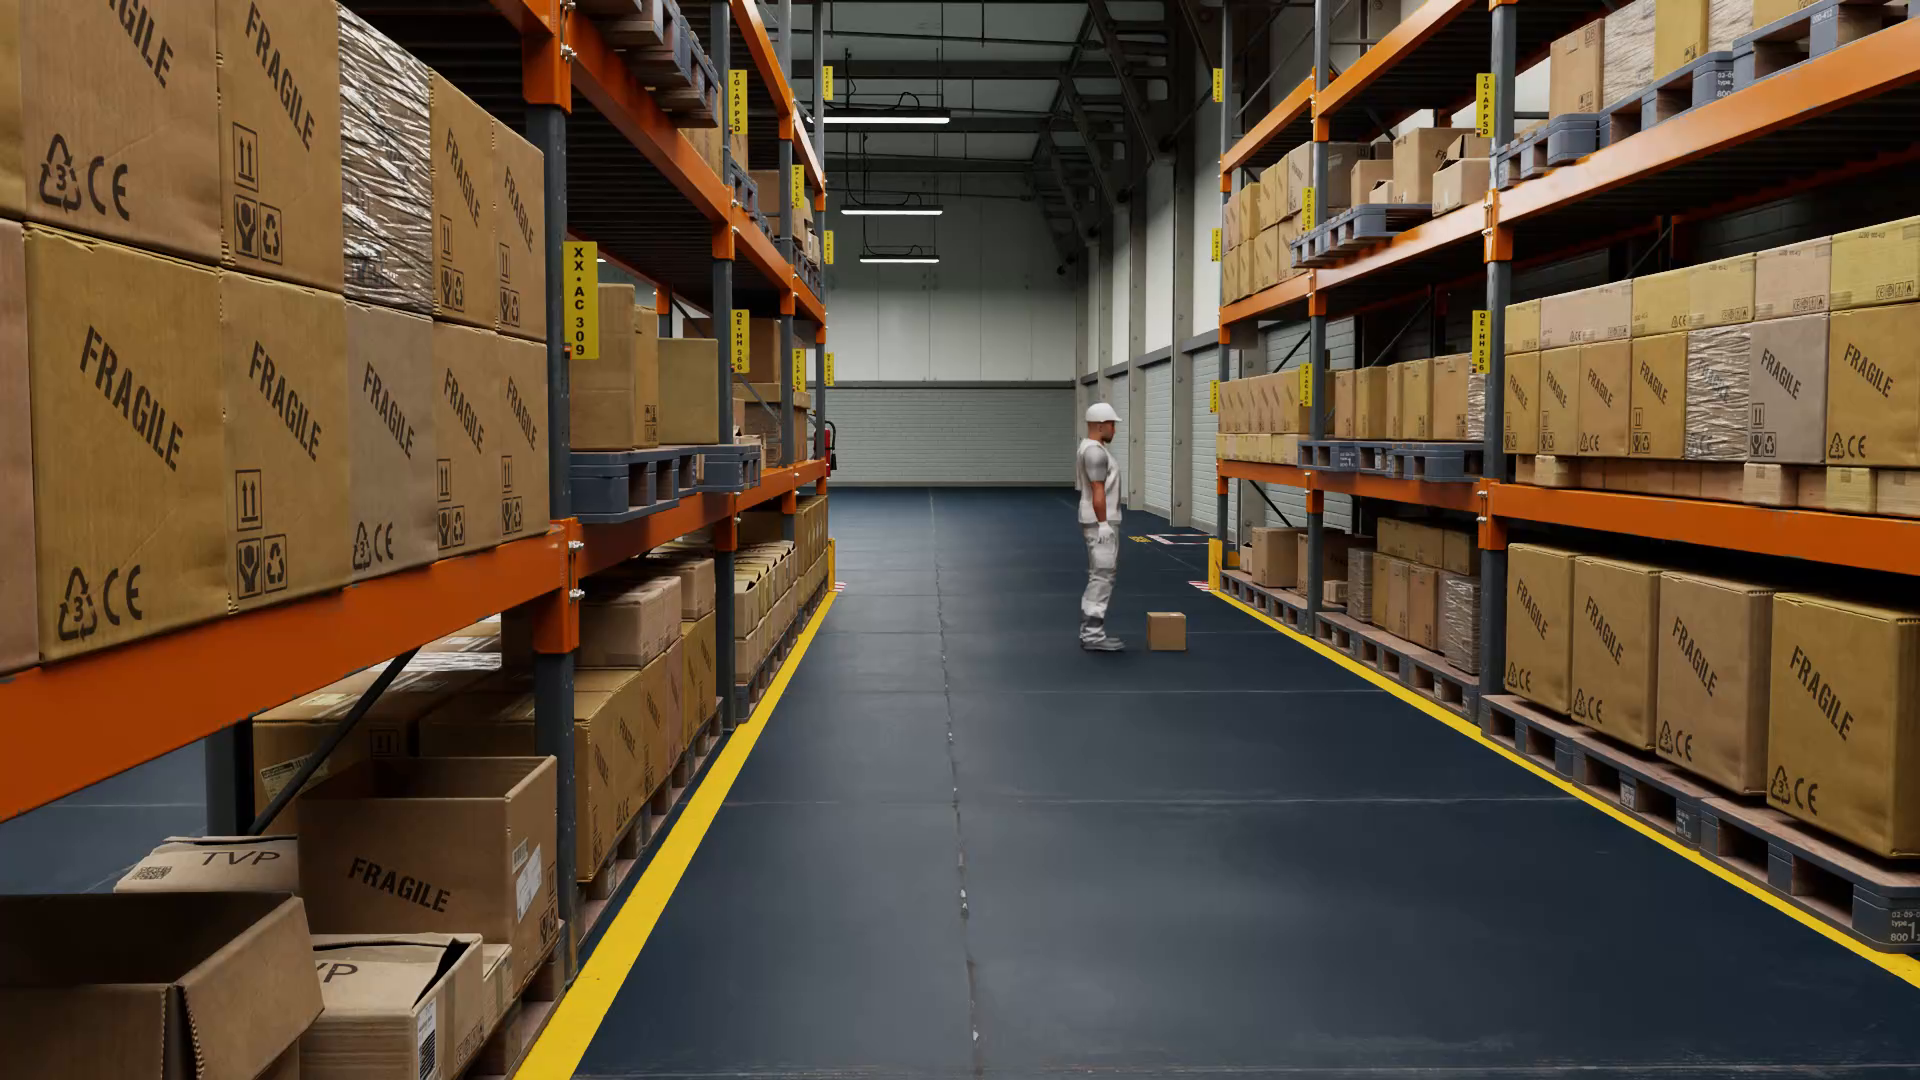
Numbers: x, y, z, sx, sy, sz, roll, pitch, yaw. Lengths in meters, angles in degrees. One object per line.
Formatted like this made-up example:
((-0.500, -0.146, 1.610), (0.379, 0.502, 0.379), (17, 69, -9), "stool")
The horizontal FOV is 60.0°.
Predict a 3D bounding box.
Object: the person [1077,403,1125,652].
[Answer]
((1.017, -0.098, 12.059), (0.344, 1.780, 0.527), (0, 4, 0), "person")
